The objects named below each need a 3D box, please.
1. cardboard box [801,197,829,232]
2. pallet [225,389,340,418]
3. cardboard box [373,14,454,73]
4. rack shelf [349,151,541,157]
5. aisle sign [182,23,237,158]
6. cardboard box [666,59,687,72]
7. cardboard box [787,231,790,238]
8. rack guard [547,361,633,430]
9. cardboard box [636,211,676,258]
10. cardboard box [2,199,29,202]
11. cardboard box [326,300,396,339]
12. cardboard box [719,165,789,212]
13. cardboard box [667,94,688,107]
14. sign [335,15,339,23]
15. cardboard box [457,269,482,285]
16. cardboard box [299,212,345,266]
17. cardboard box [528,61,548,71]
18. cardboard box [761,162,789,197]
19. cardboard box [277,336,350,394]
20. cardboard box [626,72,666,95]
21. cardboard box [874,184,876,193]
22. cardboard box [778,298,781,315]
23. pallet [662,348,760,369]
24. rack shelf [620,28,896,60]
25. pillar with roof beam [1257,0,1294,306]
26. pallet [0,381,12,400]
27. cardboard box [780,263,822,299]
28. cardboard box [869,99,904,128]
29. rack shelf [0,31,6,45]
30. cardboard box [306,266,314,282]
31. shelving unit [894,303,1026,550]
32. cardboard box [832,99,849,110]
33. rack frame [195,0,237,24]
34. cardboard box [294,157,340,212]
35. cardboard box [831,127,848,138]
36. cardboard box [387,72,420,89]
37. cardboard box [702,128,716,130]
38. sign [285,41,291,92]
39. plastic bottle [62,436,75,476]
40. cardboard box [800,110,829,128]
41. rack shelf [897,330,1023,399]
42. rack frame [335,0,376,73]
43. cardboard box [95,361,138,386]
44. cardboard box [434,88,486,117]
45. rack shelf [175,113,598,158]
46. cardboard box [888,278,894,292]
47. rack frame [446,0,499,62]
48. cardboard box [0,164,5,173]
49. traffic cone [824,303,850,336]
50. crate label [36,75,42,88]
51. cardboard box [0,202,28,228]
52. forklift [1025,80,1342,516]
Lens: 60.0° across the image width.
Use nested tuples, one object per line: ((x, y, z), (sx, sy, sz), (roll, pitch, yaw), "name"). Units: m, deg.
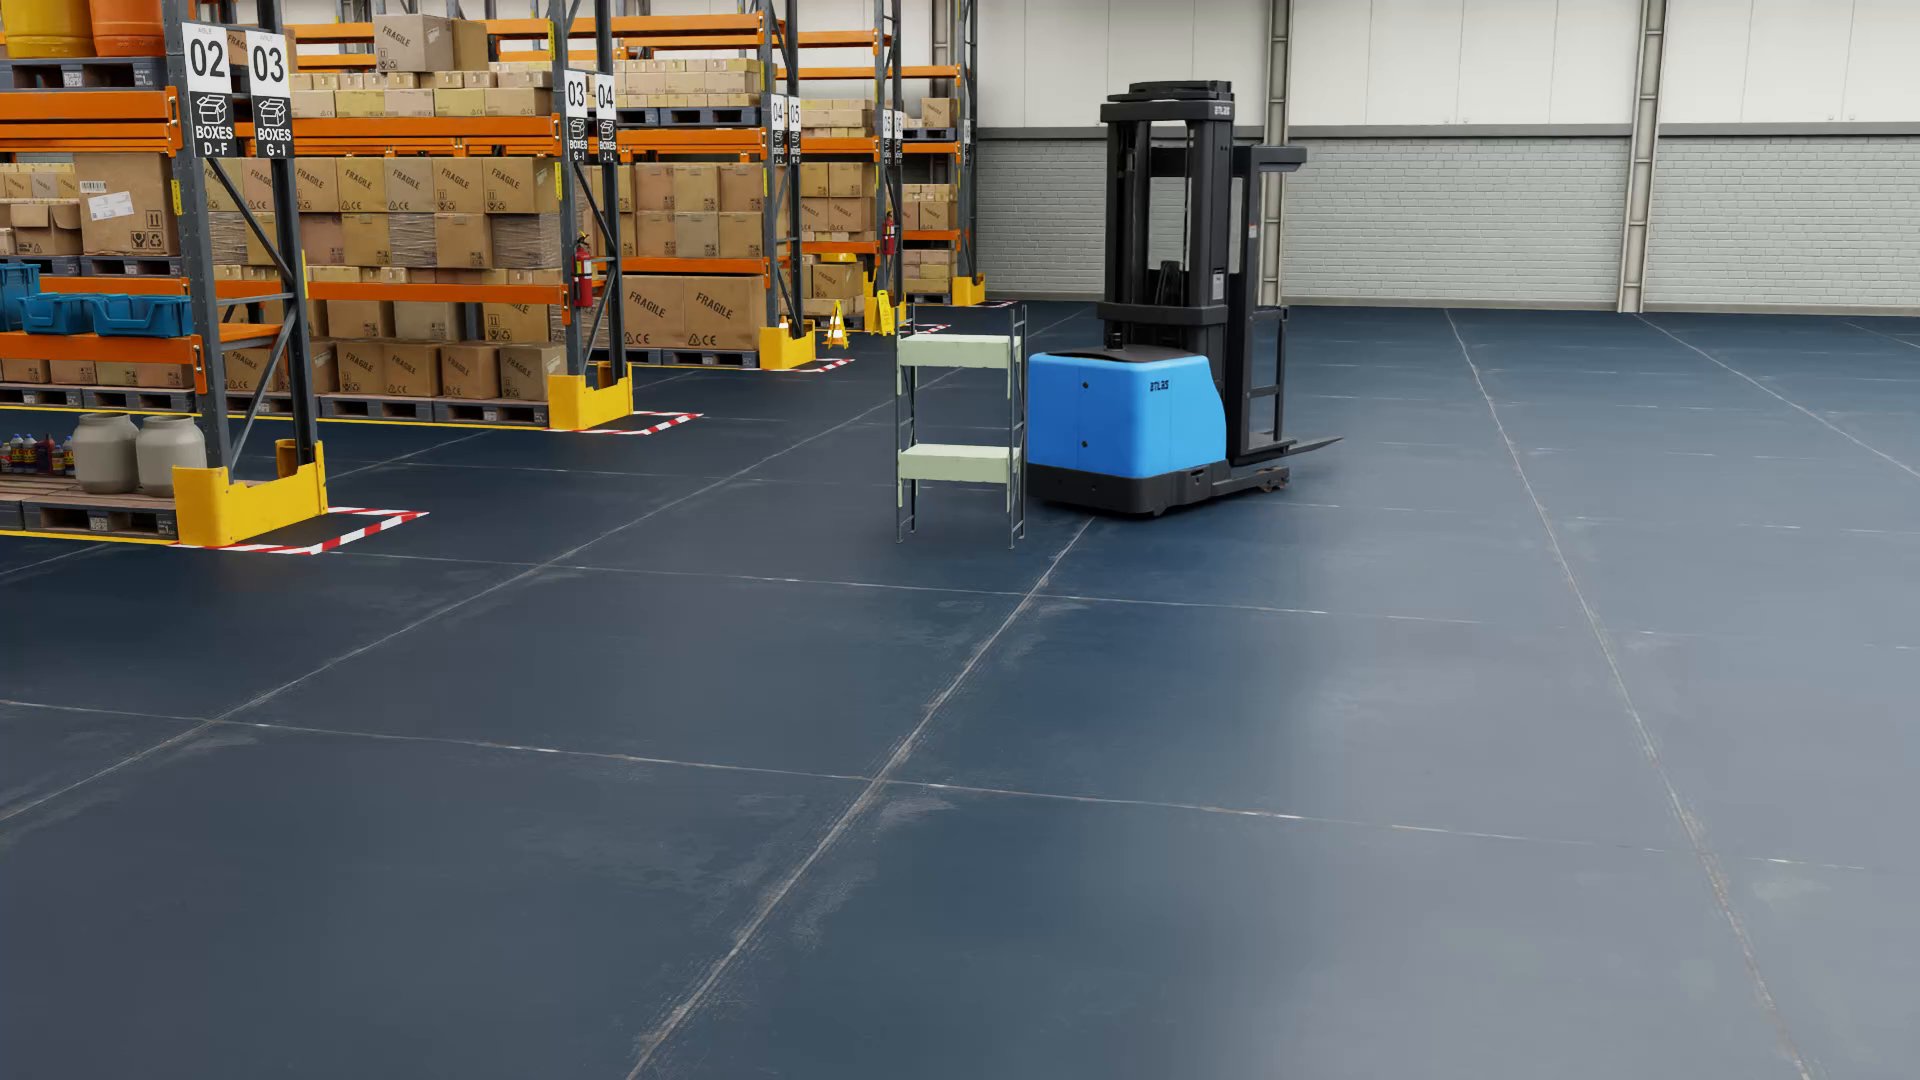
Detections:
((-2.131, -4.872, 24.850), (0.500, 0.500, 0.500), (3, 13, 14), "cardboard box")
((-6.651, -1.416, 16.627), (1.213, 0.211, 1.003), (3, 13, 14), "pallet")
((-4.993, -4.527, 15.213), (0.500, 0.500, 0.500), (3, 13, 14), "cardboard box")
((-9.576, -7.357, 31.703), (4.000, 0.370, 1.077), (3, 13, 14), "rack shelf")
((-4.616, -2.758, 10.238), (0.004, 0.787, 0.394), (3, 13, 14), "aisle sign")
((-3.292, -5.605, 19.686), (0.250, 0.149, 0.380), (3, 13, 14), "cardboard box")
((-2.456, -4.590, 25.077), (0.250, 0.149, 0.380), (3, 13, 14), "cardboard box")
((-3.501, -1.380, 15.801), (0.348, 0.500, 1.175), (3, 13, 14), "rack guard")
((-3.565, -3.797, 20.576), (0.550, 0.550, 0.875), (3, 13, 14), "cardboard box")
((-12.508, -4.459, 22.145), (0.250, 0.149, 0.380), (3, 13, 13), "cardboard box")
((-7.584, -3.013, 21.613), (0.750, 0.750, 1.050), (3, 13, 14), "cardboard box")
((-2.492, -4.262, 20.181), (0.550, 0.550, 0.875), (3, 13, 14), "cardboard box")
((-3.284, -5.216, 19.772), (0.250, 0.149, 0.380), (3, 13, 14), "cardboard box")
((-11.666, -9.658, 31.149), (0.005, 0.325, 0.100), (3, 13, 14), "sign")
((-4.490, -2.477, 15.553), (0.250, 0.149, 0.380), (3, 13, 14), "cardboard box")
((-5.902, -2.924, 16.070), (0.500, 0.500, 0.875), (3, 13, 14), "cardboard box")
((-5.012, -5.697, 20.101), (0.250, 0.149, 0.380), (3, 13, 13), "cardboard box")
((-2.611, -5.376, 24.814), (0.500, 0.500, 0.700), (3, 13, 13), "cardboard box")
((-6.374, -1.732, 16.415), (0.500, 0.500, 0.500), (8, 15, 31), "cardboard box")
((-3.656, -5.444, 19.879), (0.500, 0.250, 0.500), (3, 13, 13), "cardboard box")
((-1.529, -6.255, 29.586), (0.250, 0.149, 0.380), (3, 13, 15), "cardboard box")
((-2.913, -3.583, 25.338), (0.500, 0.250, 0.500), (3, 13, 12), "cardboard box")
((-2.936, -2.298, 20.605), (1.213, 0.211, 1.003), (3, 13, 14), "pallet")
((-2.995, -7.361, 24.802), (4.000, 0.370, 1.077), (3, 13, 14), "rack shelf")
((4.466, -7.663, 24.495), (0.400, 9.000, 9.100), (3, 13, 14), "pillar with roof beam")
((-10.436, -1.610, 17.502), (1.213, 0.211, 1.003), (3, 13, 14), "pallet")
((-2.401, -3.923, 25.136), (0.500, 0.500, 0.500), (4, 13, 16), "cardboard box")
((-1.326, -7.538, 29.426), (0.500, 0.500, 0.700), (3, 13, 14), "cardboard box")
((-11.850, -6.536, 22.001), (4.000, 0.370, 1.077), (3, 13, 14), "rack shelf")
((-6.208, -2.552, 15.890), (0.250, 0.149, 0.380), (3, 13, 14), "cardboard box")
((0.006, -0.732, 10.570), (0.755, 1.500, 0.431), (3, 13, 14), "shelving unit")
((-1.693, -6.389, 24.418), (0.250, 0.149, 0.380), (3, 13, 15), "cardboard box")
((-7.311, -5.733, 15.799), (0.127, 3.000, 1.000), (3, 13, 14), "rack frame")
((-5.964, -3.358, 15.718), (0.500, 0.500, 0.500), (3, 13, 14), "cardboard box")
((-1.716, -5.988, 24.454), (0.250, 0.149, 0.380), (3, 13, 14), "cardboard box")
((-5.033, -4.200, 15.241), (0.250, 0.149, 0.380), (2, 13, 11), "cardboard box")
((-3.695, -6.110, 25.002), (0.250, 0.149, 0.380), (3, 13, 12), "cardboard box")
((-4.478, -3.139, 11.013), (0.005, 0.325, 0.100), (3, 13, 14), "sign")
((-6.300, -0.598, 11.786), (0.097, 0.271, 0.097), (0, 13, 0), "plastic bottle")
((-2.100, -6.216, 24.561), (0.500, 0.250, 0.500), (3, 13, 13), "cardboard box")
((0.006, -1.113, 10.485), (0.720, 0.370, 0.431), (3, 13, 14), "rack shelf")
((-11.518, -9.276, 31.768), (0.127, 3.000, 1.000), (3, 13, 14), "rack frame")
((-8.361, -1.864, 16.965), (0.500, 0.500, 0.700), (3, 13, 13), "cardboard box")
((-4.442, -3.985, 15.190), (0.500, 0.250, 0.500), (3, 13, 14), "cardboard box")
((-5.369, -3.814, 15.734), (4.000, 0.370, 1.077), (3, 13, 14), "rack shelf")
((-1.363, -4.601, 29.925), (0.500, 0.250, 0.500), (3, 13, 14), "cardboard box")
((-6.025, -6.771, 20.476), (0.127, 3.000, 1.000), (3, 13, 14), "rack frame")
((-16.037, -6.289, 28.120), (0.250, 0.149, 0.380), (3, 13, 15), "cardboard box")
((-1.780, -3.193, 24.058), (0.334, 0.463, 0.336), (3, 13, 14), "traffic cone")
((-6.352, -3.114, 11.260), (0.408, 0.251, 0.502), (3, 13, 14), "crate label")
((-10.095, -3.238, 17.204), (0.500, 0.500, 0.700), (5, 13, 22), "cardboard box")
((1.826, -1.848, 12.298), (1.130, 2.935, 3.031), (11, 17, 41), "forklift")
